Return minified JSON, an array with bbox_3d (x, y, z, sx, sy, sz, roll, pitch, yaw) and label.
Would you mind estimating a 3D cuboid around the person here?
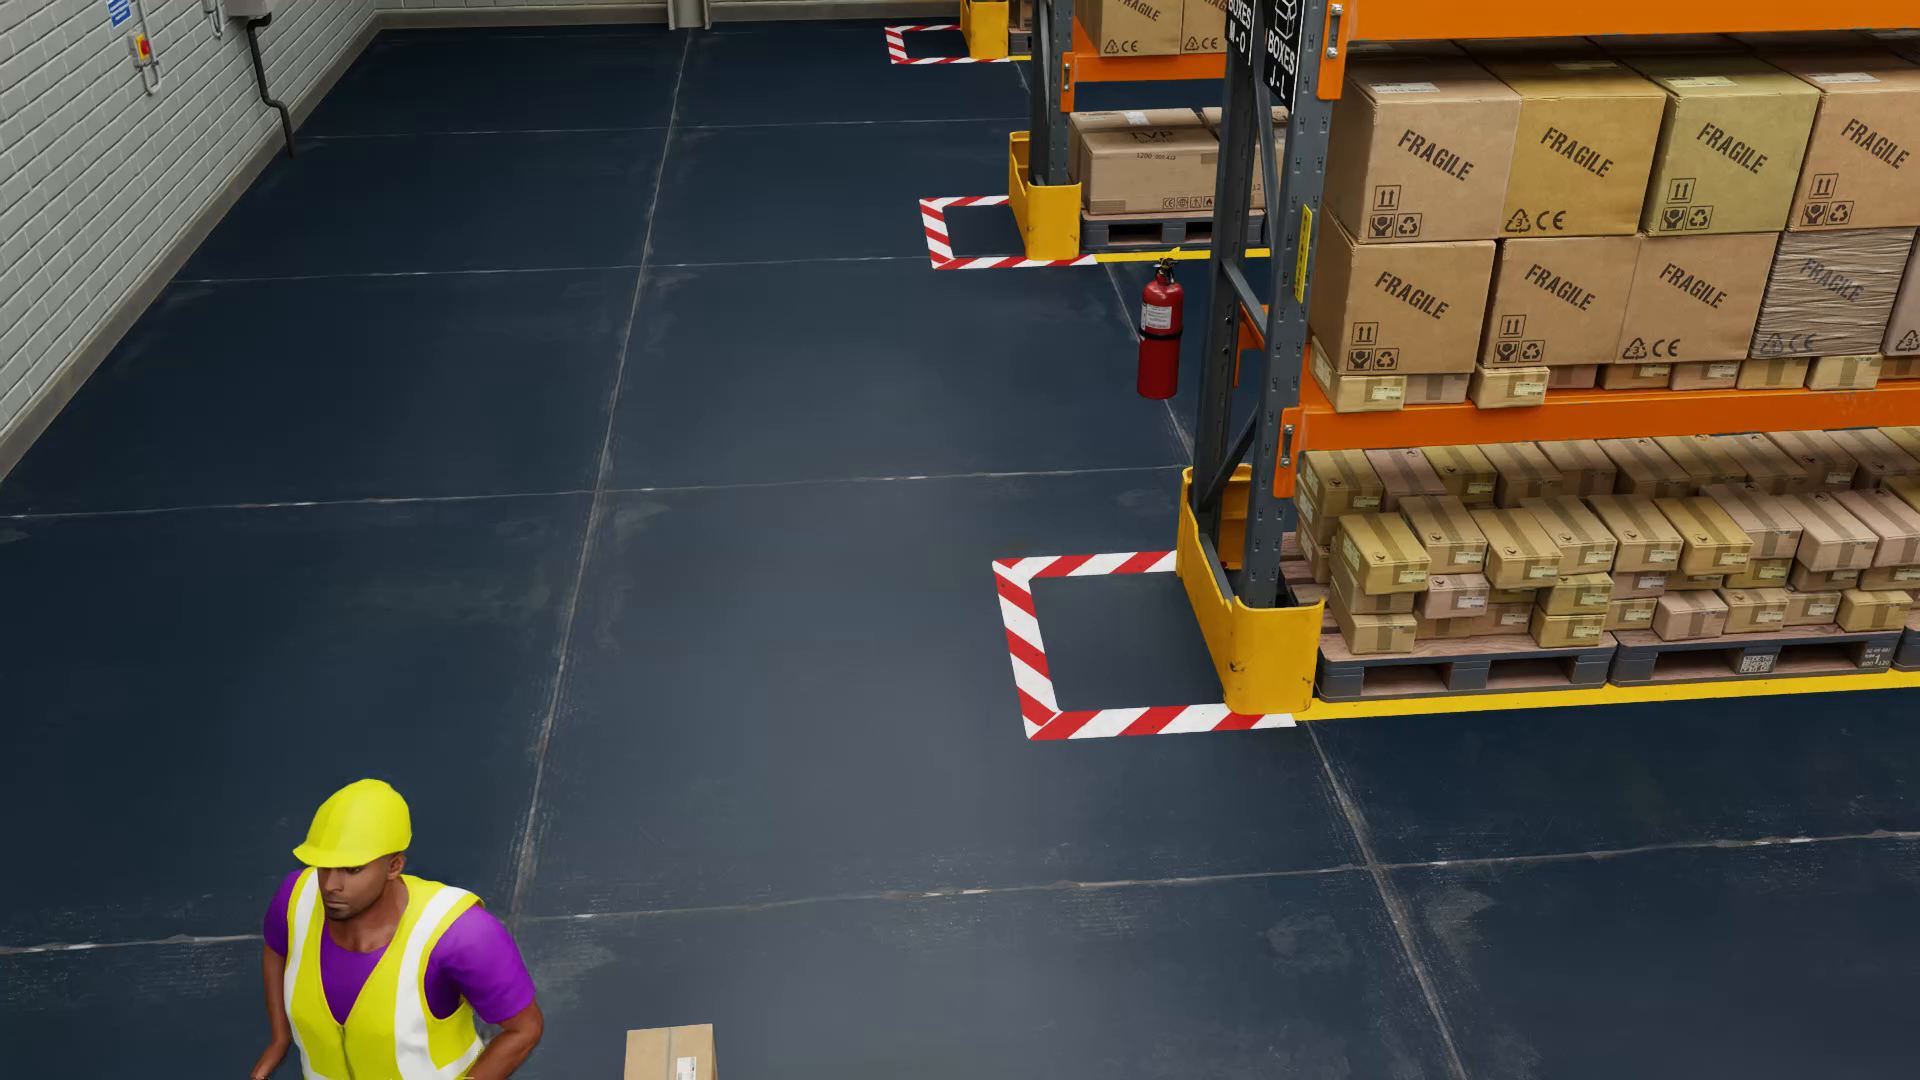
[{"bbox_3d":[-1.343,1.336,3.922,0.742,1.720,0.524,6,31,9],"label":"person"}]
